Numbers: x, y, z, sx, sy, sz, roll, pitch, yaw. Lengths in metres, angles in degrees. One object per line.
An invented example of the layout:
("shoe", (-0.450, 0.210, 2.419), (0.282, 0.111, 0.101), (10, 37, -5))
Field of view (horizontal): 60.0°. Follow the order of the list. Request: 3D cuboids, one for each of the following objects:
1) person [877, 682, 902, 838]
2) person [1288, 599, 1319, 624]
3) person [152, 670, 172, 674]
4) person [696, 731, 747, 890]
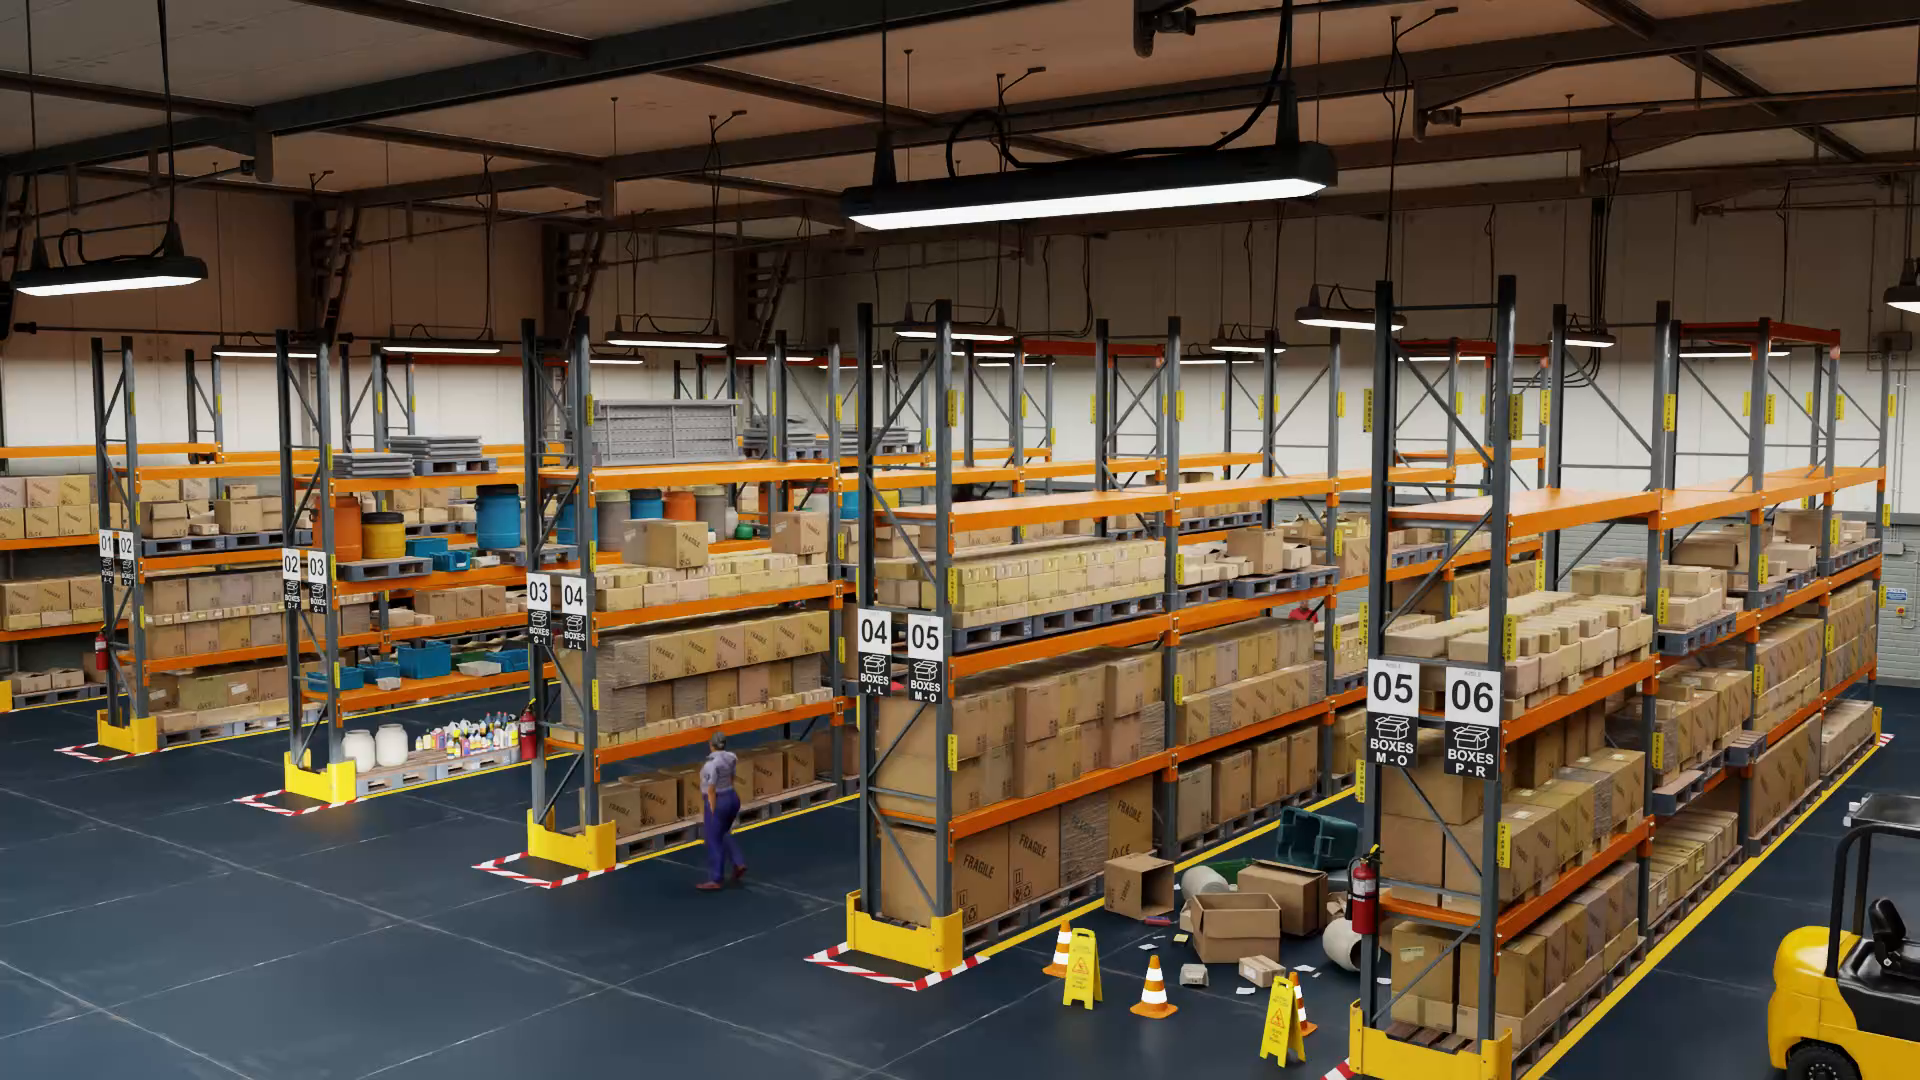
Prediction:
("person", (-0.821, 2.568, 19.600), (0.361, 1.812, 0.586), (1, 5, 14))
("person", (5.911, 1.810, 28.670), (0.623, 1.737, 0.402), (-1, 5, -12))
("person", (-13.010, 1.949, 26.909), (0.655, 1.821, 0.597), (-4, 6, -40))
("person", (-2.510, 2.825, 17.487), (0.390, 1.675, 0.542), (2, 5, 24))
